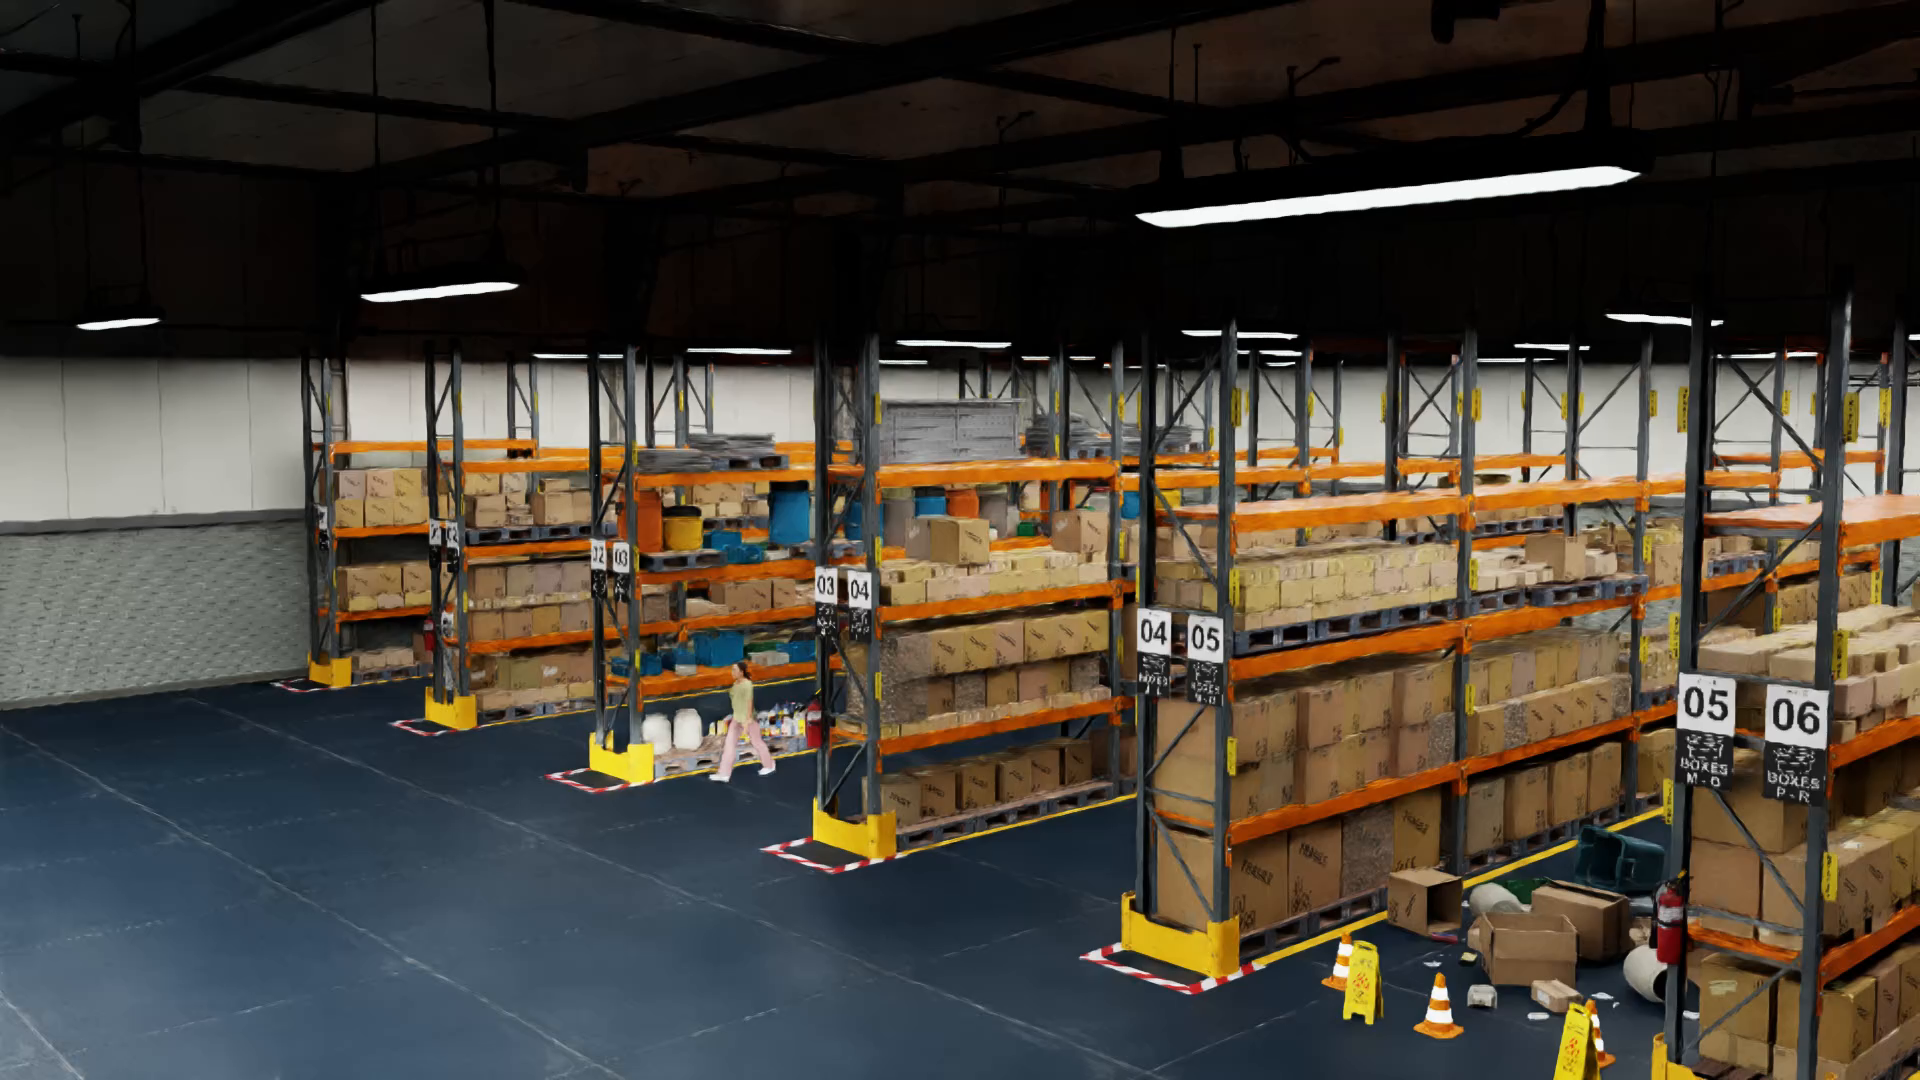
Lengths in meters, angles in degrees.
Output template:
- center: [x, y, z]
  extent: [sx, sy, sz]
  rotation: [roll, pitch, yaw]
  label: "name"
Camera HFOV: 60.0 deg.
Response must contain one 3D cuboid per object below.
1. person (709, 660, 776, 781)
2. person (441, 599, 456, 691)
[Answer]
- center: [-2.887, 2.402, 22.221]
  extent: [1.019, 1.612, 0.458]
  rotation: [-5, 7, -44]
  label: "person"
- center: [-8.946, 1.802, 29.033]
  extent: [0.643, 1.612, 0.794]
  rotation: [3, 6, 30]
  label: "person"
